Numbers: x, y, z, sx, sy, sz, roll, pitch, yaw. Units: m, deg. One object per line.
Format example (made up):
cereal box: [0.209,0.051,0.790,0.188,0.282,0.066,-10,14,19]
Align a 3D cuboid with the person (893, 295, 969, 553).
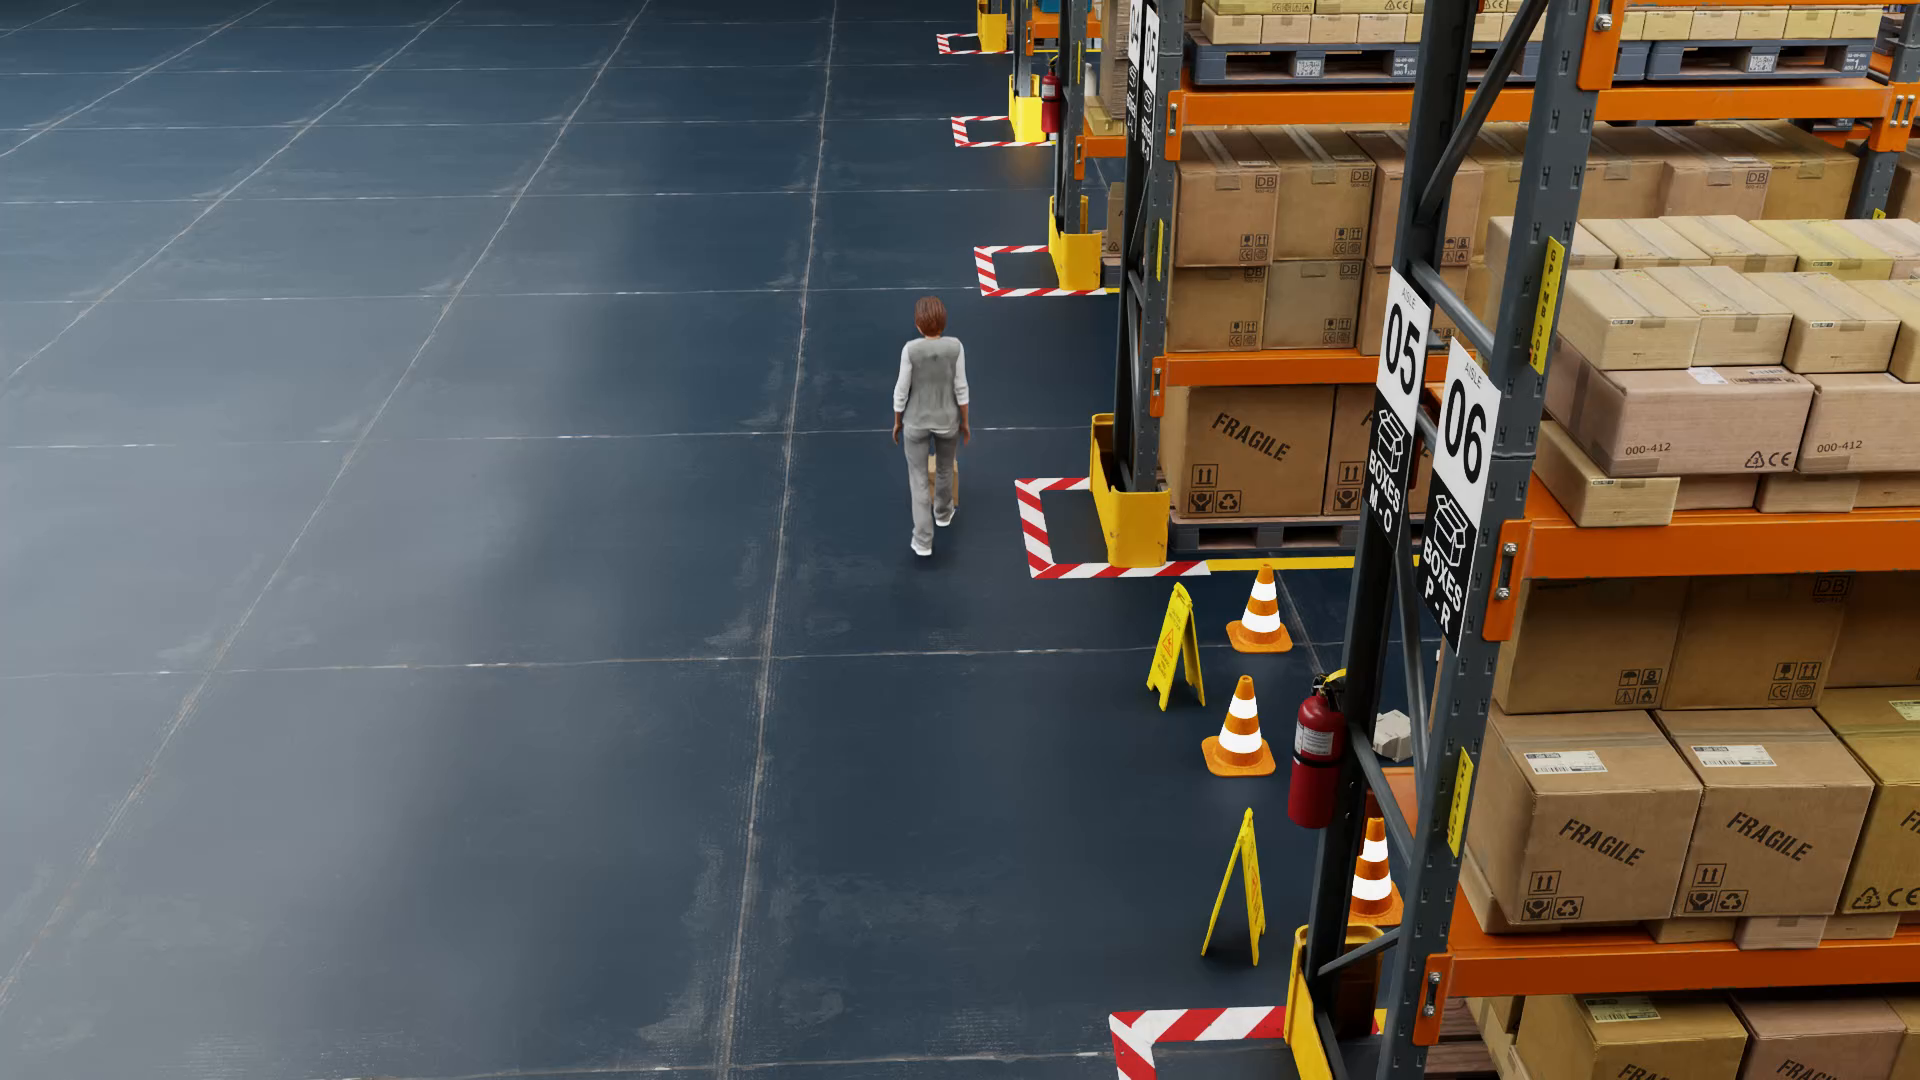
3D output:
person: [-0.185,-0.723,9.987,0.456,1.547,0.701,-4,28,-7]
